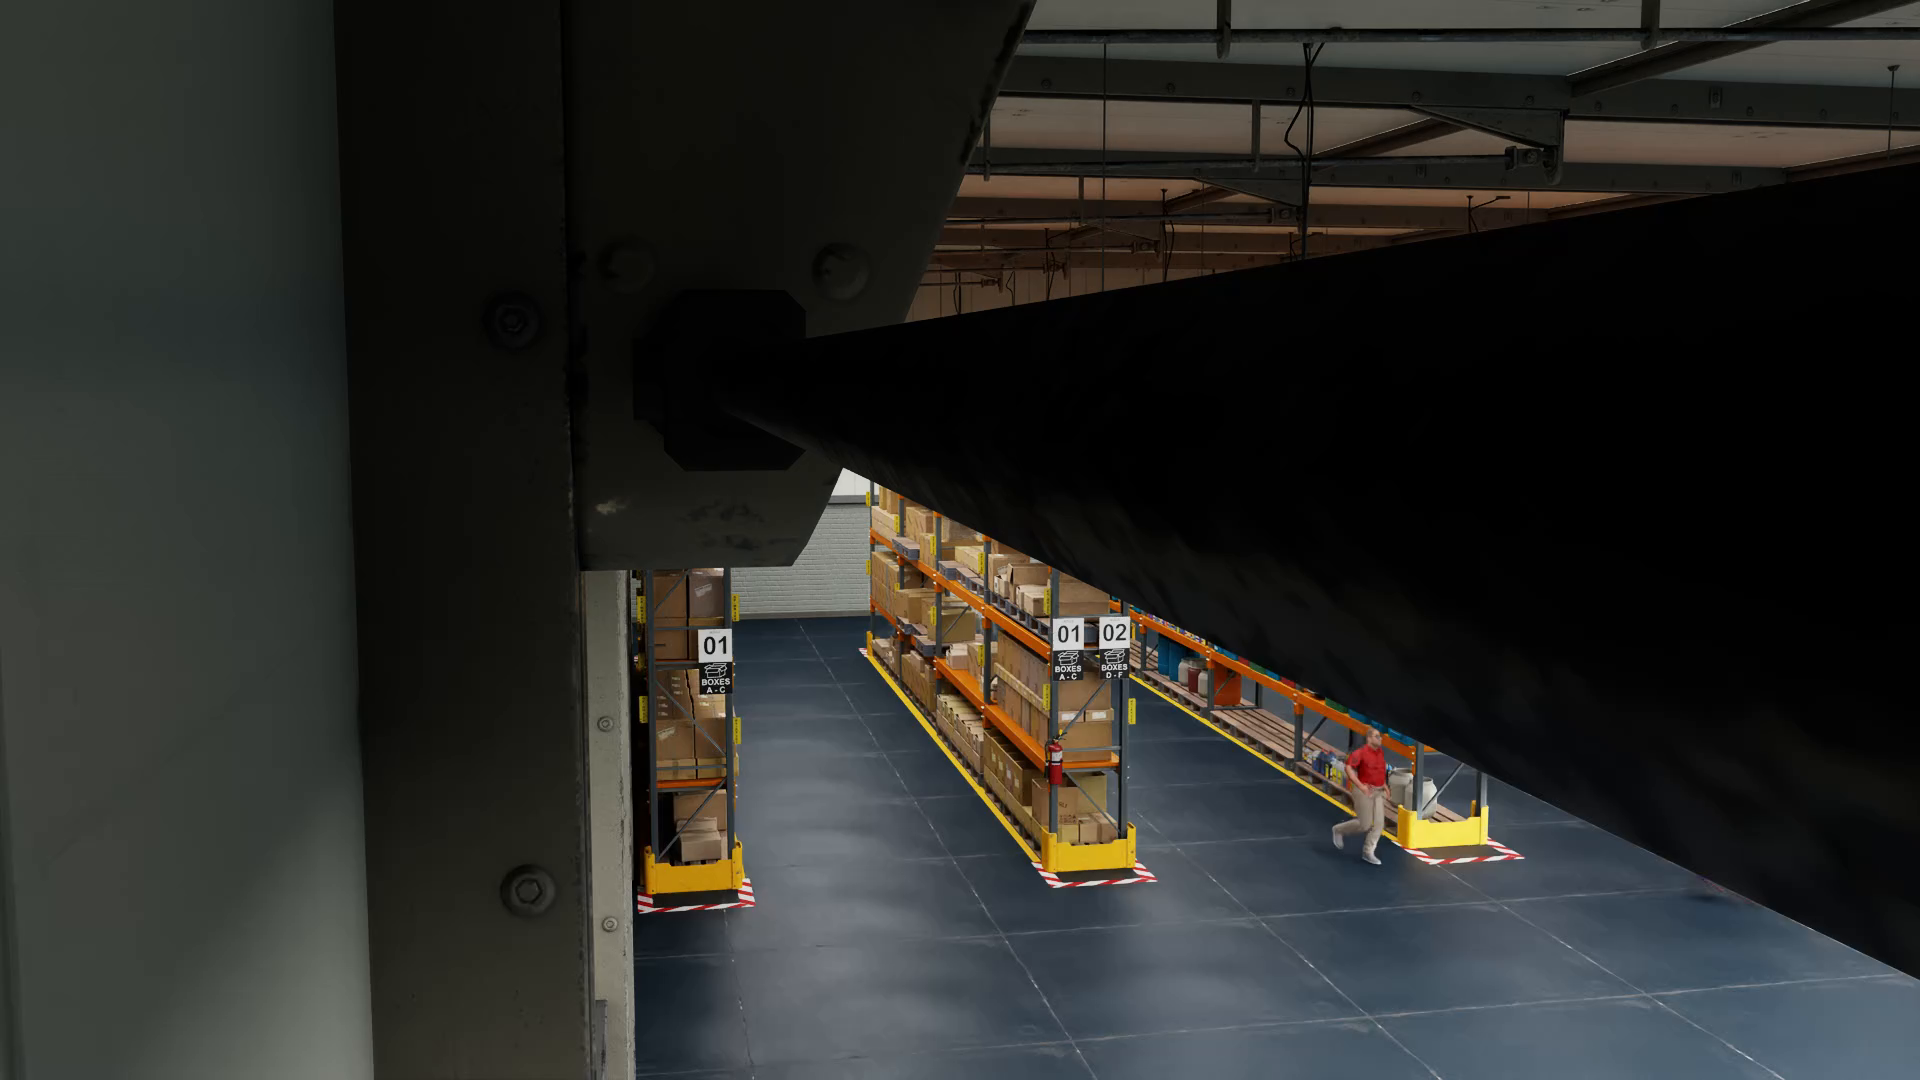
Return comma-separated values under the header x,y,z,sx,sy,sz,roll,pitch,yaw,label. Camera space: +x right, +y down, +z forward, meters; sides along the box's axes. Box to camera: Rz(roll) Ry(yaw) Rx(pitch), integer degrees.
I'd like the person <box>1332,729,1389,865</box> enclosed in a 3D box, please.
x,y,z,sx,sy,sz,roll,pitch,yaw,label
5.282,3.268,21.458,0.714,1.666,0.765,-4,7,-36,person

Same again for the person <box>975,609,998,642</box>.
x,y,z,sx,sy,sz,roll,pitch,yaw,label
0.583,1.733,36.008,0.581,1.730,0.720,-1,6,-13,person

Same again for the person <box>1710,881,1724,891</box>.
x,y,z,sx,sy,sz,roll,pitch,yaw,label
9.268,3.462,19.703,0.826,1.675,0.603,3,7,24,person
